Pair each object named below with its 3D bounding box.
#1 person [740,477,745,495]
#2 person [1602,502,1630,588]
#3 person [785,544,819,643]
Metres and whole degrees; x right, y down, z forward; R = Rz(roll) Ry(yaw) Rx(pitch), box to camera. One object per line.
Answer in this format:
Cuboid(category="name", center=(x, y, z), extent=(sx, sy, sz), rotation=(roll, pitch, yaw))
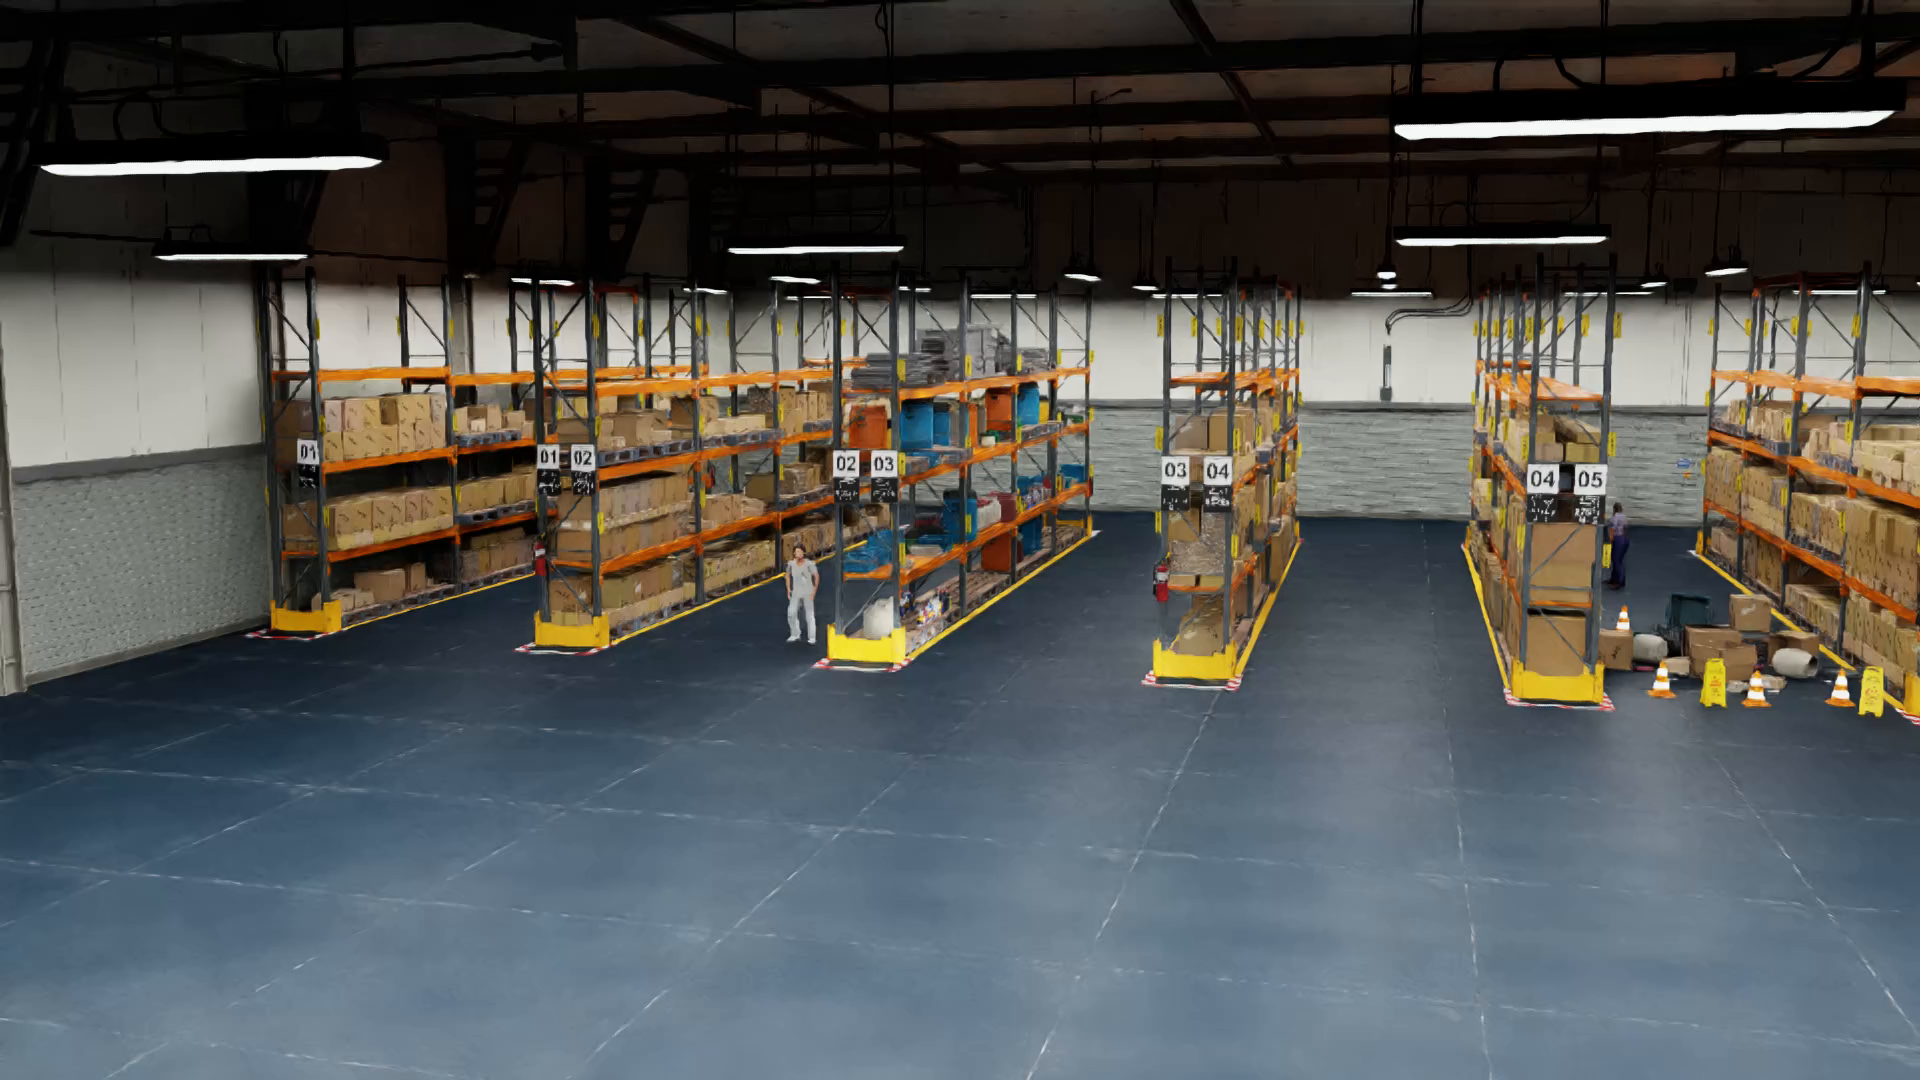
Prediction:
Cuboid(category="person", center=(-4.851, -0.742, 38.592), extent=(0.543, 1.698, 1.115), rotation=(2, 8, 17))
Cuboid(category="person", center=(12.748, 0.078, 32.346), extent=(0.547, 1.644, 0.597), rotation=(7, 10, 44))
Cuboid(category="person", center=(-2.513, 0.848, 26.537), extent=(0.580, 1.619, 0.507), rotation=(2, 7, 15))
